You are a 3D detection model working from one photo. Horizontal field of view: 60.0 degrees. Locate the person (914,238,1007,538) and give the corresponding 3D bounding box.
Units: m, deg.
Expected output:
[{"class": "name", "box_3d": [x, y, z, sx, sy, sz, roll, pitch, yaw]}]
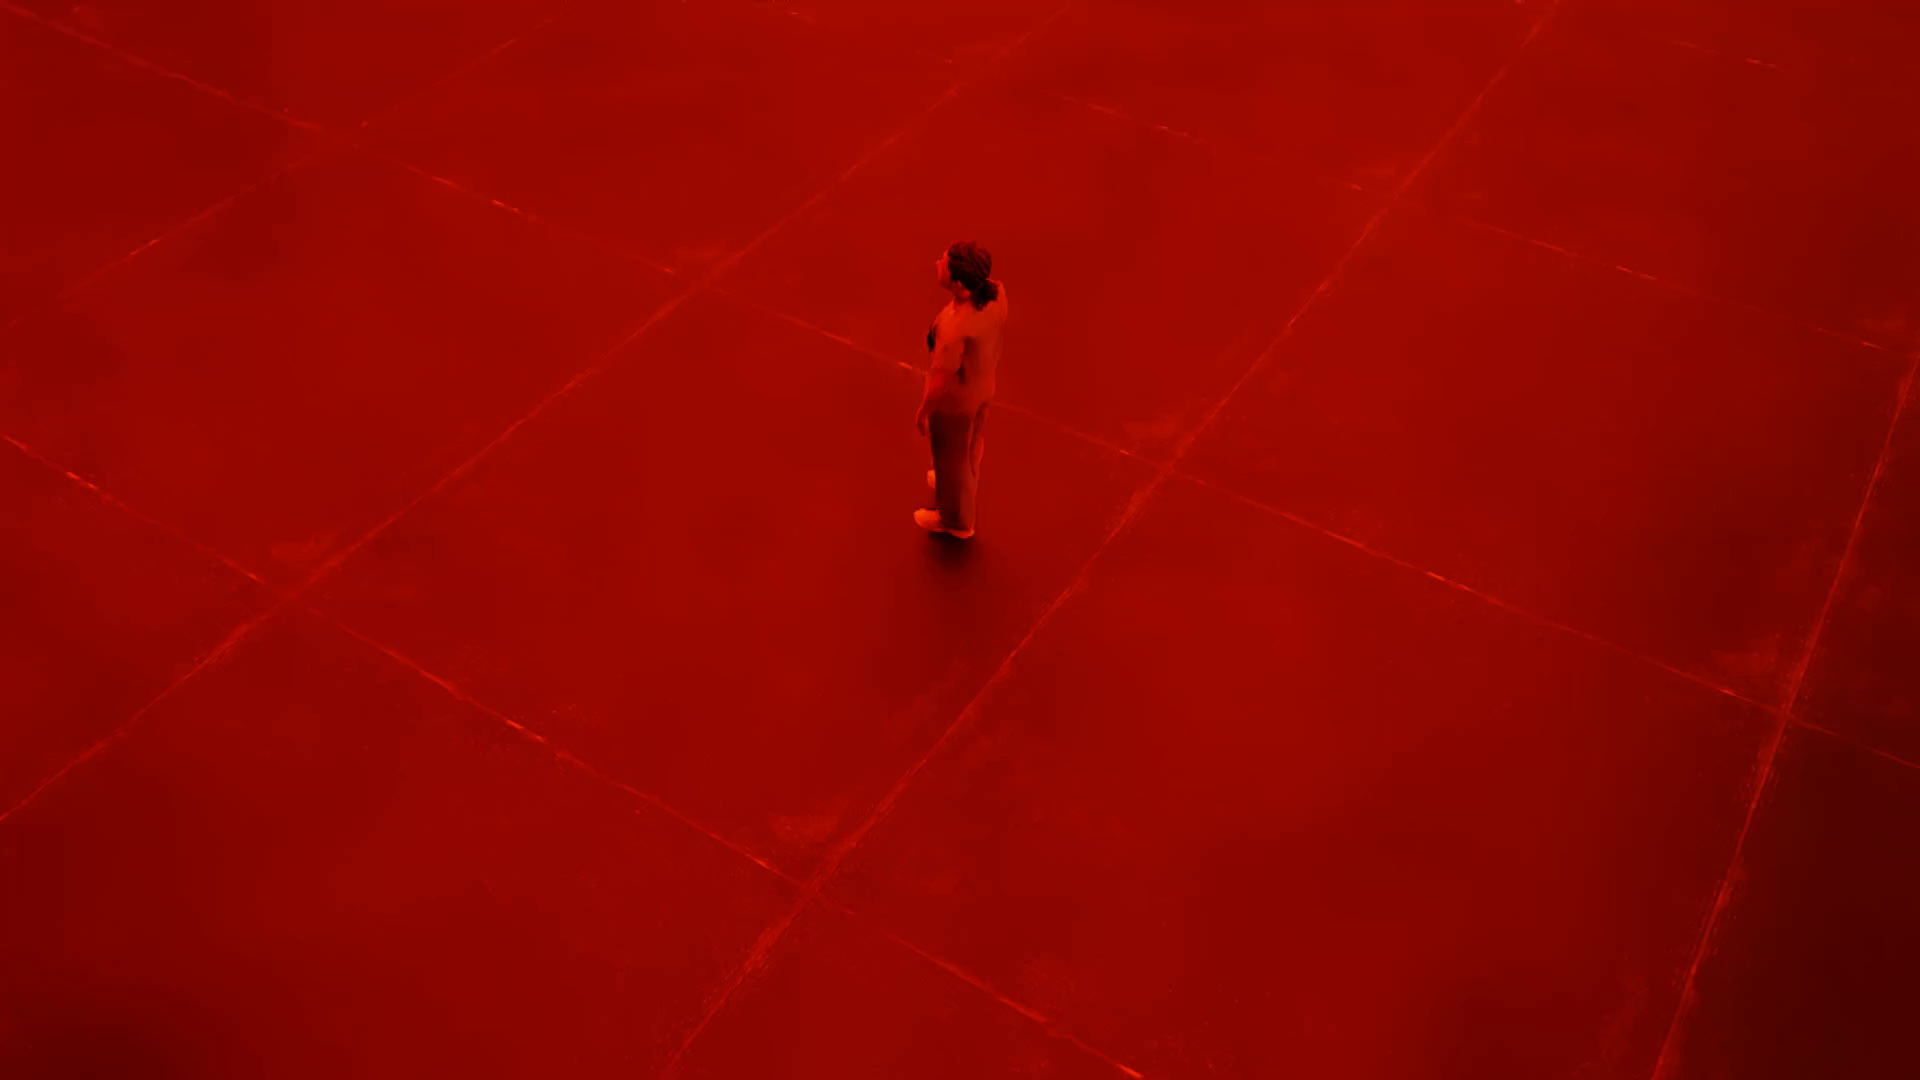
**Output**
[{"class": "person", "box_3d": [-0.054, -0.673, 7.410, 0.549, 1.664, 0.550, 24, 48, 23]}]
